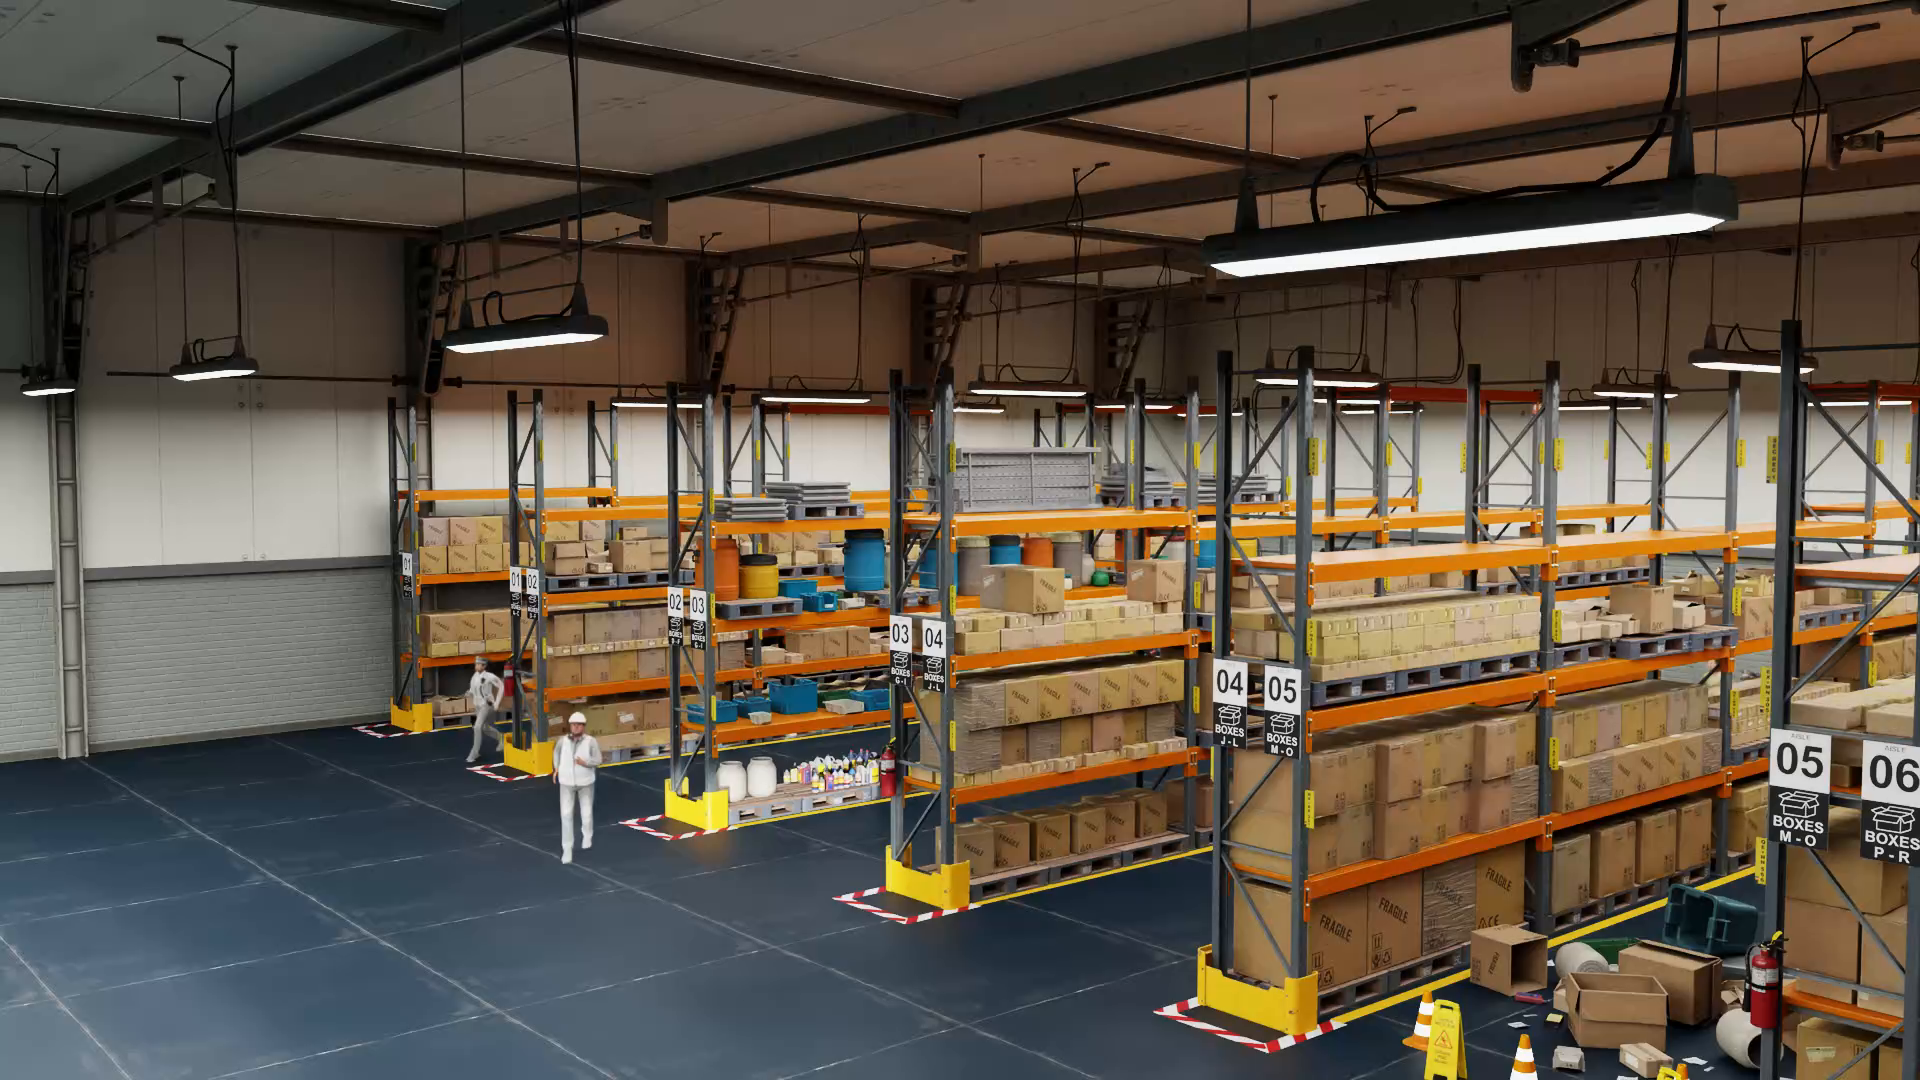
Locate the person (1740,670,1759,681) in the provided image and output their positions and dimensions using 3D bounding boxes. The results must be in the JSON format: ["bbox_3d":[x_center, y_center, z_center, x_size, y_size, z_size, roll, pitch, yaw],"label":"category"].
[{"bbox_3d":[11.957,2.832,25.185,0.664,1.744,0.684,-2,4,-30],"label":"person"}]

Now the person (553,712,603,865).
[{"bbox_3d":[-4.776,3.055,20.762,0.635,1.819,0.834,0,3,-7],"label":"person"}]

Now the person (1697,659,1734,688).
[{"bbox_3d":[12.501,2.745,27.542,0.628,1.607,0.663,2,4,35],"label":"person"}]

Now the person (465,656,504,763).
[{"bbox_3d":[-7.789,2.736,27.270,0.651,1.704,0.896,3,4,38],"label":"person"}]
